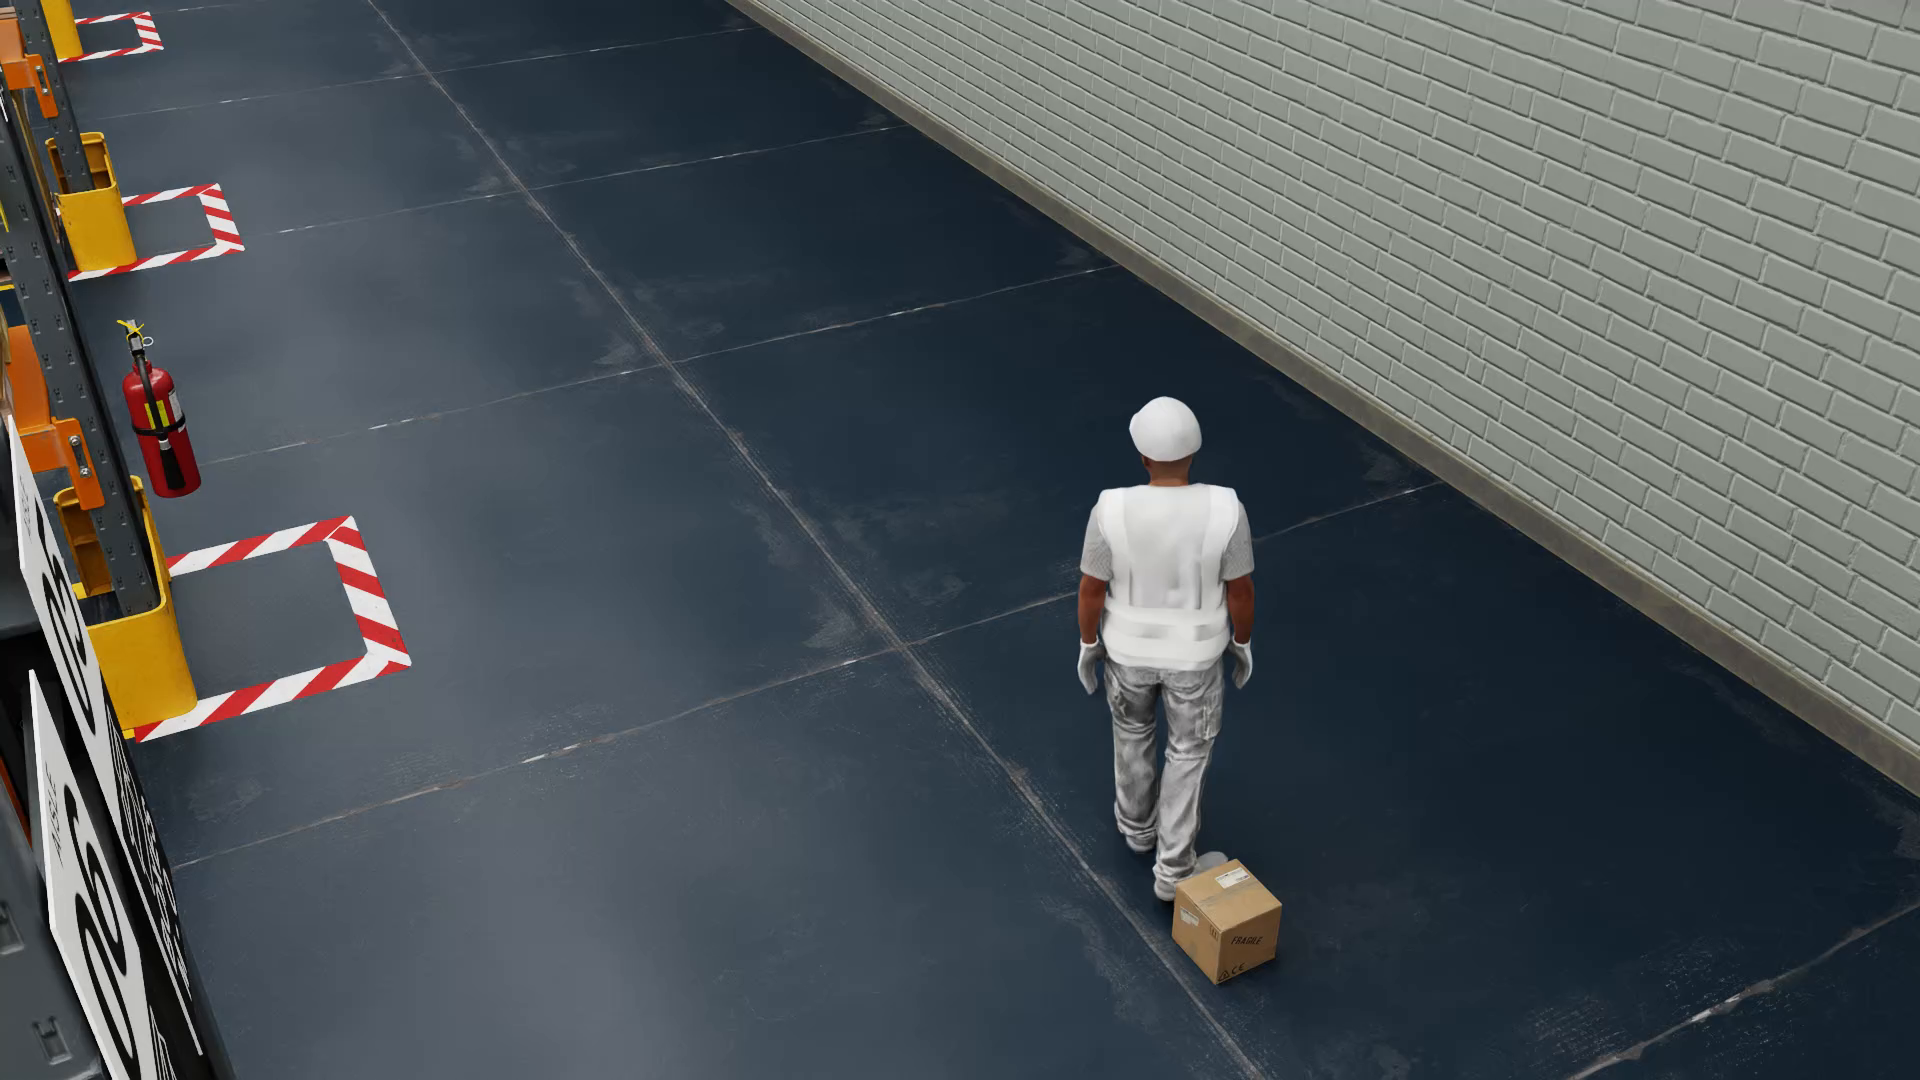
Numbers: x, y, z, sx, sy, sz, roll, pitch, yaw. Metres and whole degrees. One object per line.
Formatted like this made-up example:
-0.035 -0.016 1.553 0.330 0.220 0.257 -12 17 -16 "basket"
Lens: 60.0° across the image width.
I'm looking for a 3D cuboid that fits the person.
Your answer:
0.693 0.049 5.409 0.589 1.082 0.384 5 33 8 "person"
